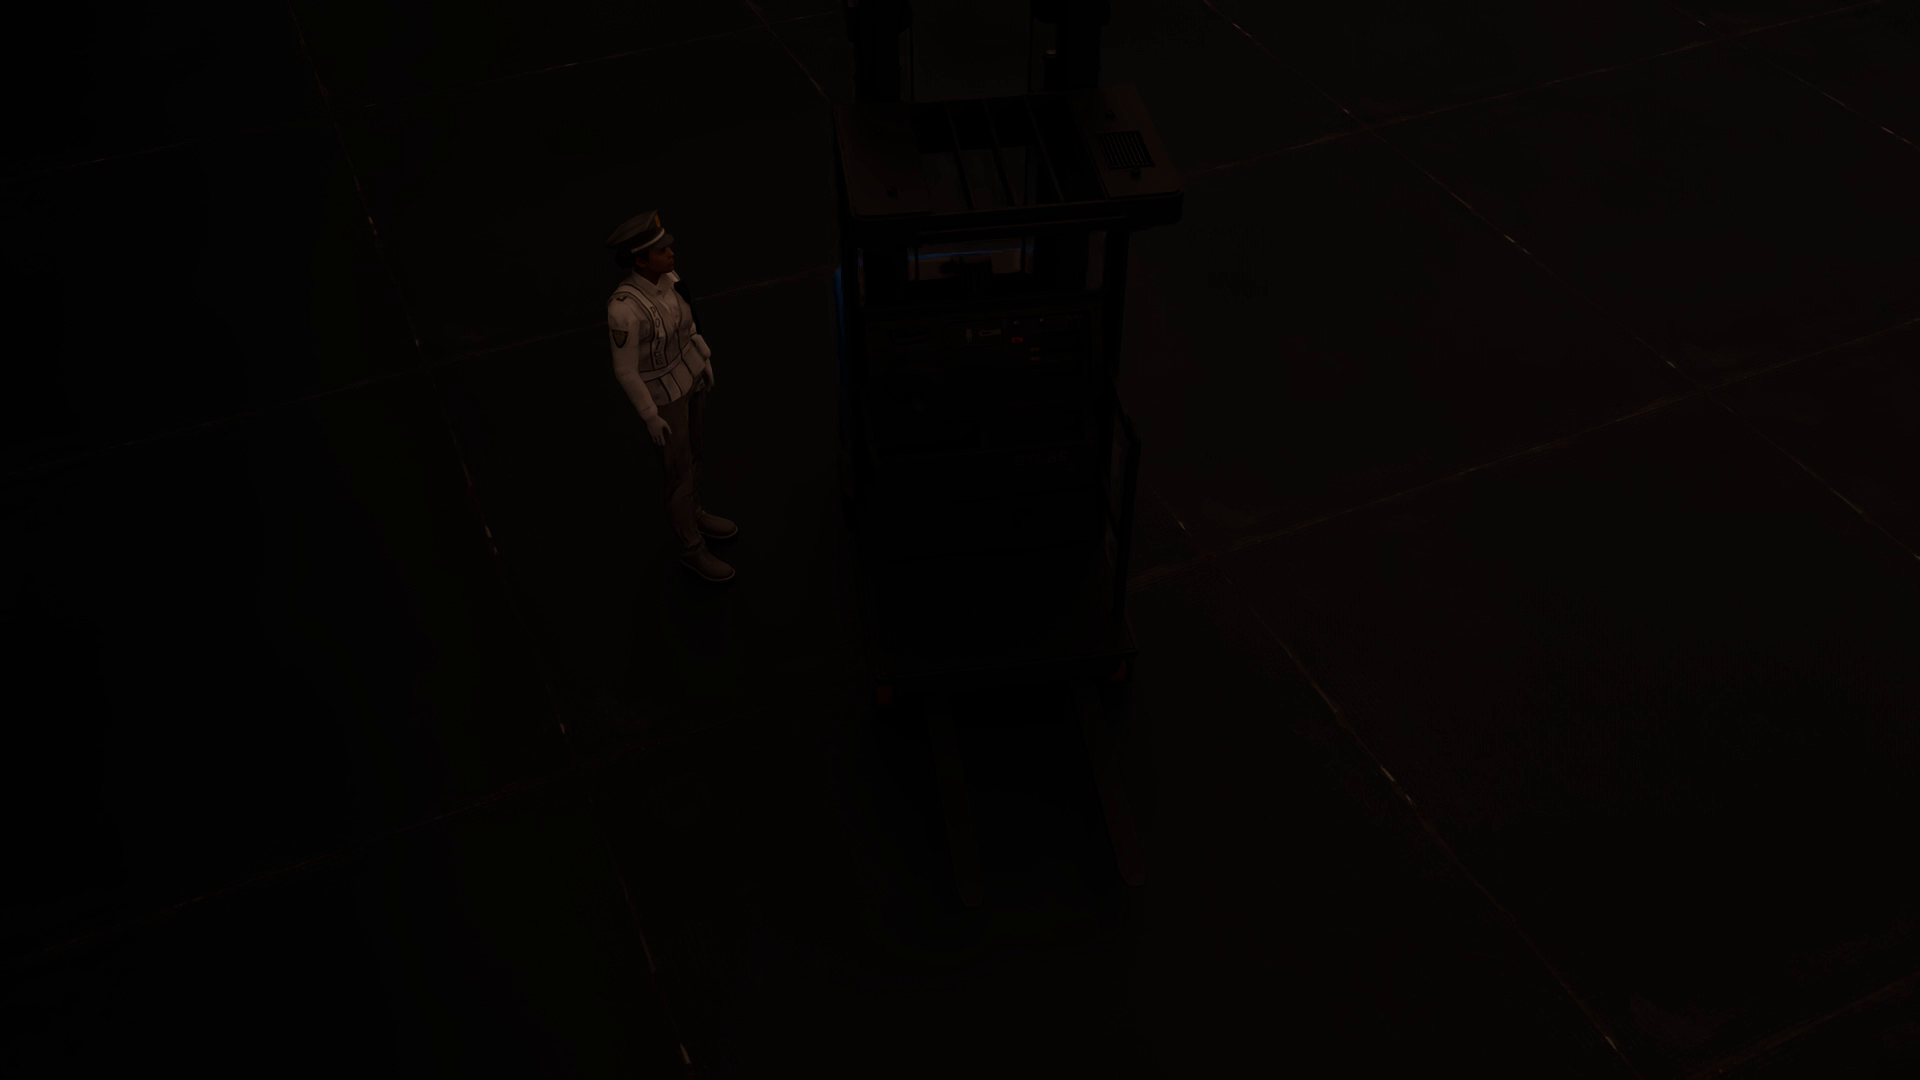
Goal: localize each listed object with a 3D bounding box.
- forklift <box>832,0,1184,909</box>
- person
[{"bbox_3d":[0.130,-0.621,6.346,1.130,2.935,3.031,-6,43,-6],"label":"forklift"},{"bbox_3d":[-1.208,-0.650,7.272,0.530,1.694,0.586,13,45,14],"label":"person"}]
